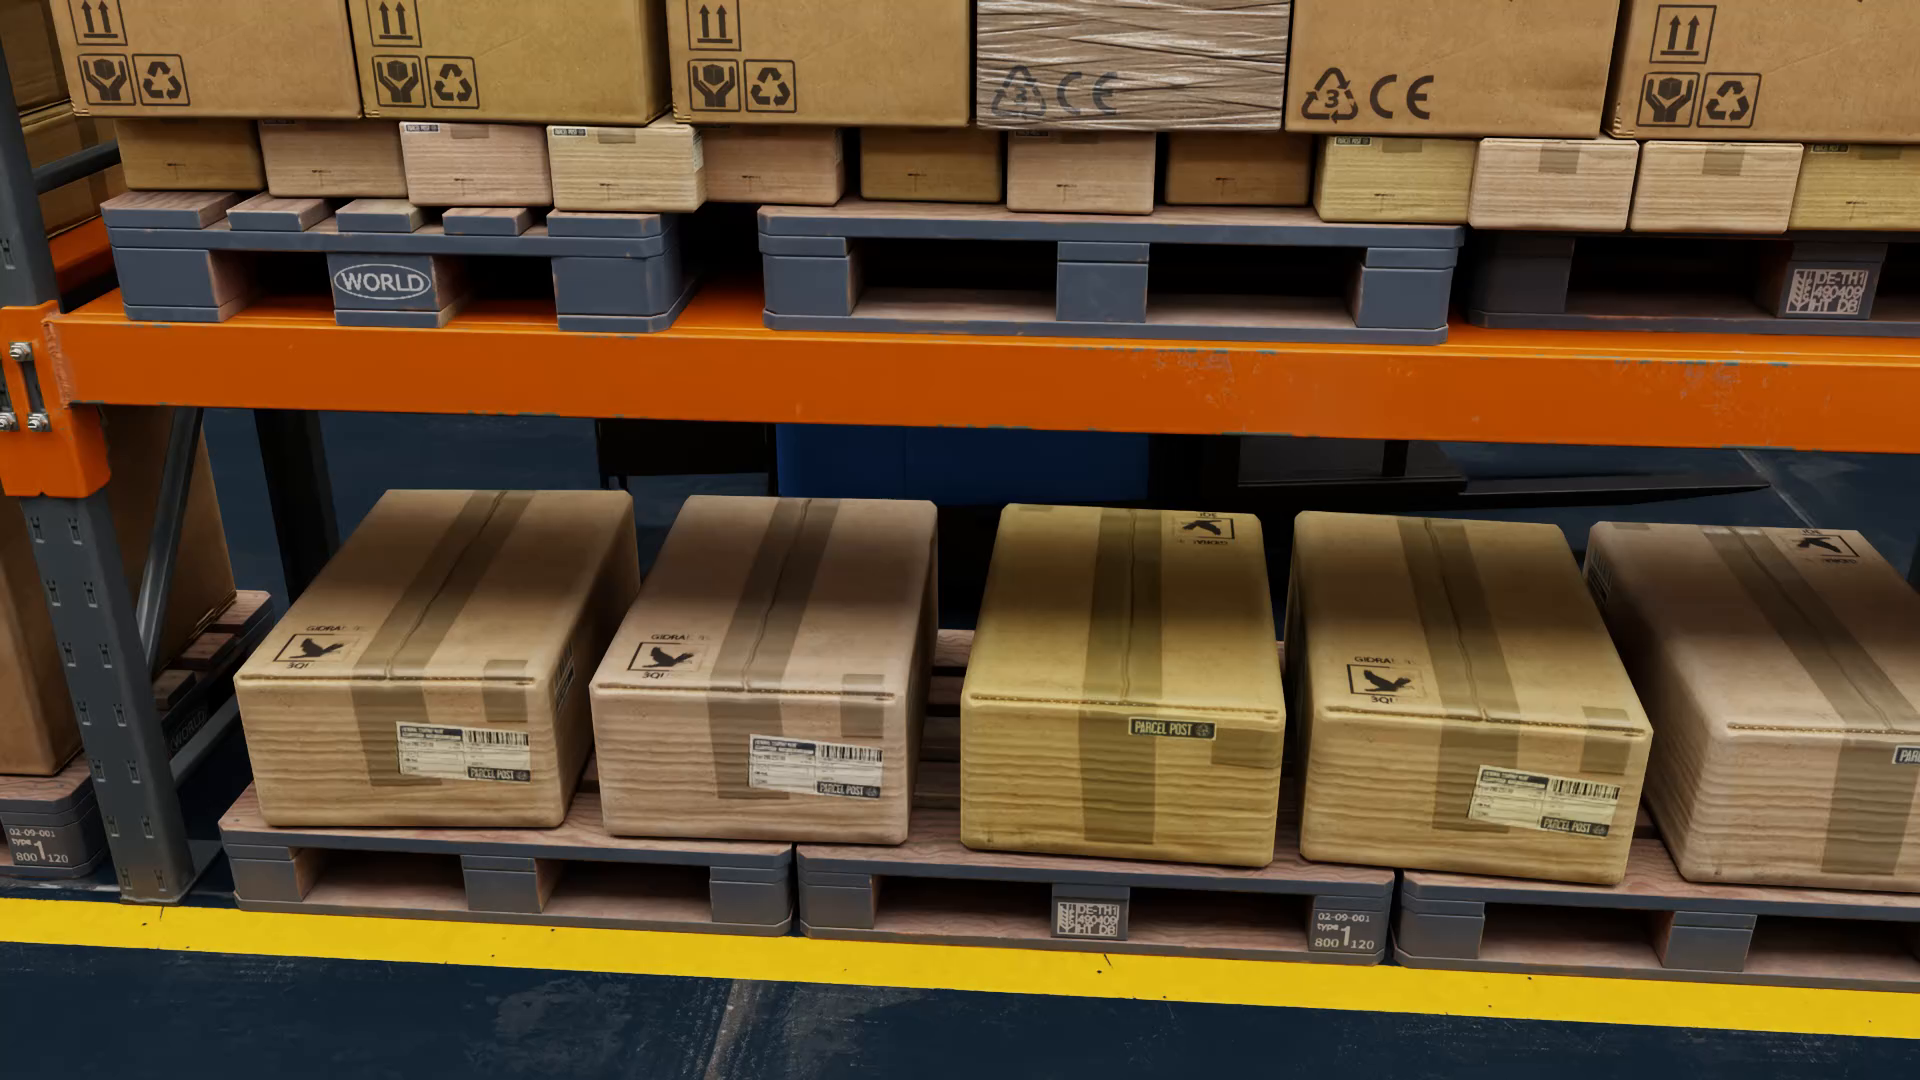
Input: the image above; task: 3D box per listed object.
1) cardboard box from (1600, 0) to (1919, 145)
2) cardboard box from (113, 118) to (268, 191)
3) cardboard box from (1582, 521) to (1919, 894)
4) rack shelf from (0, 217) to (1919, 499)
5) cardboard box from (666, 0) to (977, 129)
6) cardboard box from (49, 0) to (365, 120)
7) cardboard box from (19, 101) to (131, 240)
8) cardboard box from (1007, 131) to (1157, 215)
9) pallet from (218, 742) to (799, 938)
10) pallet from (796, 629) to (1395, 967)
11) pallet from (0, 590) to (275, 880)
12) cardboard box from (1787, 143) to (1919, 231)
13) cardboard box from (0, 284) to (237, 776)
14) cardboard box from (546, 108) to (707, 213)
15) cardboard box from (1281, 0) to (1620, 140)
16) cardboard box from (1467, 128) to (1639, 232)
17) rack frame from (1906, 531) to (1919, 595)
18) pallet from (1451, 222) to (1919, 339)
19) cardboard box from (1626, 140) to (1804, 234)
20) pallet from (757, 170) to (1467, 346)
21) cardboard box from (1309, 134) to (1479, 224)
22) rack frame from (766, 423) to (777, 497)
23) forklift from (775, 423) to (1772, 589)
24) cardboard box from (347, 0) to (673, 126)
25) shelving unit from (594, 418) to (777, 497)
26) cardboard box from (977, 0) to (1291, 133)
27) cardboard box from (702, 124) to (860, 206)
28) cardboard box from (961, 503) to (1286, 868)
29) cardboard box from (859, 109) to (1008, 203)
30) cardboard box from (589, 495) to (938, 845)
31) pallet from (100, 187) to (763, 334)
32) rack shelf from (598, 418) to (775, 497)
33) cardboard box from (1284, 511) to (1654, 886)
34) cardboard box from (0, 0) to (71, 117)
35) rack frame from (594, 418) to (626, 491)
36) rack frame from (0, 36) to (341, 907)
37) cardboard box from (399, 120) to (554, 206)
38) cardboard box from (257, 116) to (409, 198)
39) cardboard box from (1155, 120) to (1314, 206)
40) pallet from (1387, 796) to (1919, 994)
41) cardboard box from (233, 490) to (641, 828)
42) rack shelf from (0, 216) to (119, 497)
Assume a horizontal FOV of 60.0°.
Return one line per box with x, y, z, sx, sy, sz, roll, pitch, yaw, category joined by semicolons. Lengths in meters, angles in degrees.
1.323;-0.967;2.786;0.500;0.500;0.500;2;25;4;cardboard box
-1.382;-0.778;3.151;0.250;0.149;0.380;0;25;1;cardboard box
1.773;0.326;3.595;0.625;0.372;0.950;2;25;5;cardboard box
0.302;-0.399;3.388;4.000;0.370;1.077;2;25;4;rack shelf
-0.211;-1.022;2.904;0.500;0.500;0.500;2;25;5;cardboard box
-1.261;-1.050;2.965;0.500;0.500;0.500;1;25;3;cardboard box
-2.161;-0.842;3.670;0.500;0.250;0.500;1;25;3;cardboard box
0.225;-0.706;2.994;0.250;0.149;0.380;3;25;6;cardboard box
-0.913;0.503;3.904;1.213;0.211;1.003;2;25;4;pallet
0.300;0.543;3.817;1.213;0.211;1.003;2;25;4;pallet
-2.473;0.421;4.083;1.213;0.211;1.003;2;25;4;pallet
1.500;-0.655;2.884;0.250;0.149;0.380;1;25;2;cardboard box
-2.375;-0.072;3.857;0.875;0.875;0.875;2;25;4;cardboard box
-0.561;-0.710;3.002;0.250;0.149;0.380;2;25;4;cardboard box
0.809;-0.986;2.827;0.500;0.500;0.500;3;25;6;cardboard box
0.986;-0.655;2.884;0.250;0.149;0.380;2;25;4;cardboard box
2.296;-0.661;3.099;0.127;3.000;1.000;2;25;4;rack frame
1.545;-0.659;3.324;1.213;0.211;1.003;2;25;4;pallet
1.240;-0.648;2.869;0.250;0.149;0.380;1;25;3;cardboard box
0.285;-0.656;3.317;1.213;0.211;1.003;2;25;4;pallet
0.746;-0.678;2.933;0.250;0.149;0.380;2;25;4;cardboard box
-0.570;-0.930;4.759;0.015;2.100;0.400;-2;25;-4;rack frame
0.949;-1.390;4.763;3.031;2.935;1.130;-2;25;-4;forklift
-0.741;-1.036;2.935;0.500;0.500;0.500;3;25;7;cardboard box
-0.814;-0.922;4.742;0.503;2.100;0.431;-2;25;-4;shelving unit
0.287;-1.003;2.863;0.500;0.500;0.500;1;25;2;cardboard box
-0.315;-0.734;3.056;0.250;0.149;0.380;3;25;7;cardboard box
0.362;0.283;3.688;0.625;0.372;0.950;3;25;6;cardboard box
-0.030;-0.742;3.072;0.250;0.149;0.380;3;25;6;cardboard box
-0.393;0.256;3.746;0.625;0.372;0.950;1;25;3;cardboard box
-0.974;-0.724;3.464;1.003;0.211;1.213;2;25;4;pallet
-0.814;-0.274;5.041;0.480;0.518;0.431;-2;25;-4;rack shelf
1.056;0.304;3.641;0.625;0.372;0.950;3;25;7;cardboard box
-2.179;-1.067;3.563;0.500;0.250;0.500;2;25;4;cardboard box
-1.057;-0.915;4.726;0.015;2.100;0.400;-2;25;-4;rack frame
-1.692;-0.789;3.377;0.127;3.000;1.000;2;25;4;rack frame
-0.834;-0.727;3.040;0.250;0.149;0.380;0;25;1;cardboard box
-1.103;-0.755;3.101;0.250;0.149;0.380;0;25;1;cardboard box
0.491;-0.729;3.045;0.250;0.149;0.380;1;25;2;cardboard box
1.520;0.581;3.735;1.213;0.211;1.003;2;25;4;pallet
-1.130;0.236;3.790;0.625;0.372;0.950;0;25;0;cardboard box
-3.686;-0.527;3.666;4.000;0.370;1.077;2;25;4;rack shelf
